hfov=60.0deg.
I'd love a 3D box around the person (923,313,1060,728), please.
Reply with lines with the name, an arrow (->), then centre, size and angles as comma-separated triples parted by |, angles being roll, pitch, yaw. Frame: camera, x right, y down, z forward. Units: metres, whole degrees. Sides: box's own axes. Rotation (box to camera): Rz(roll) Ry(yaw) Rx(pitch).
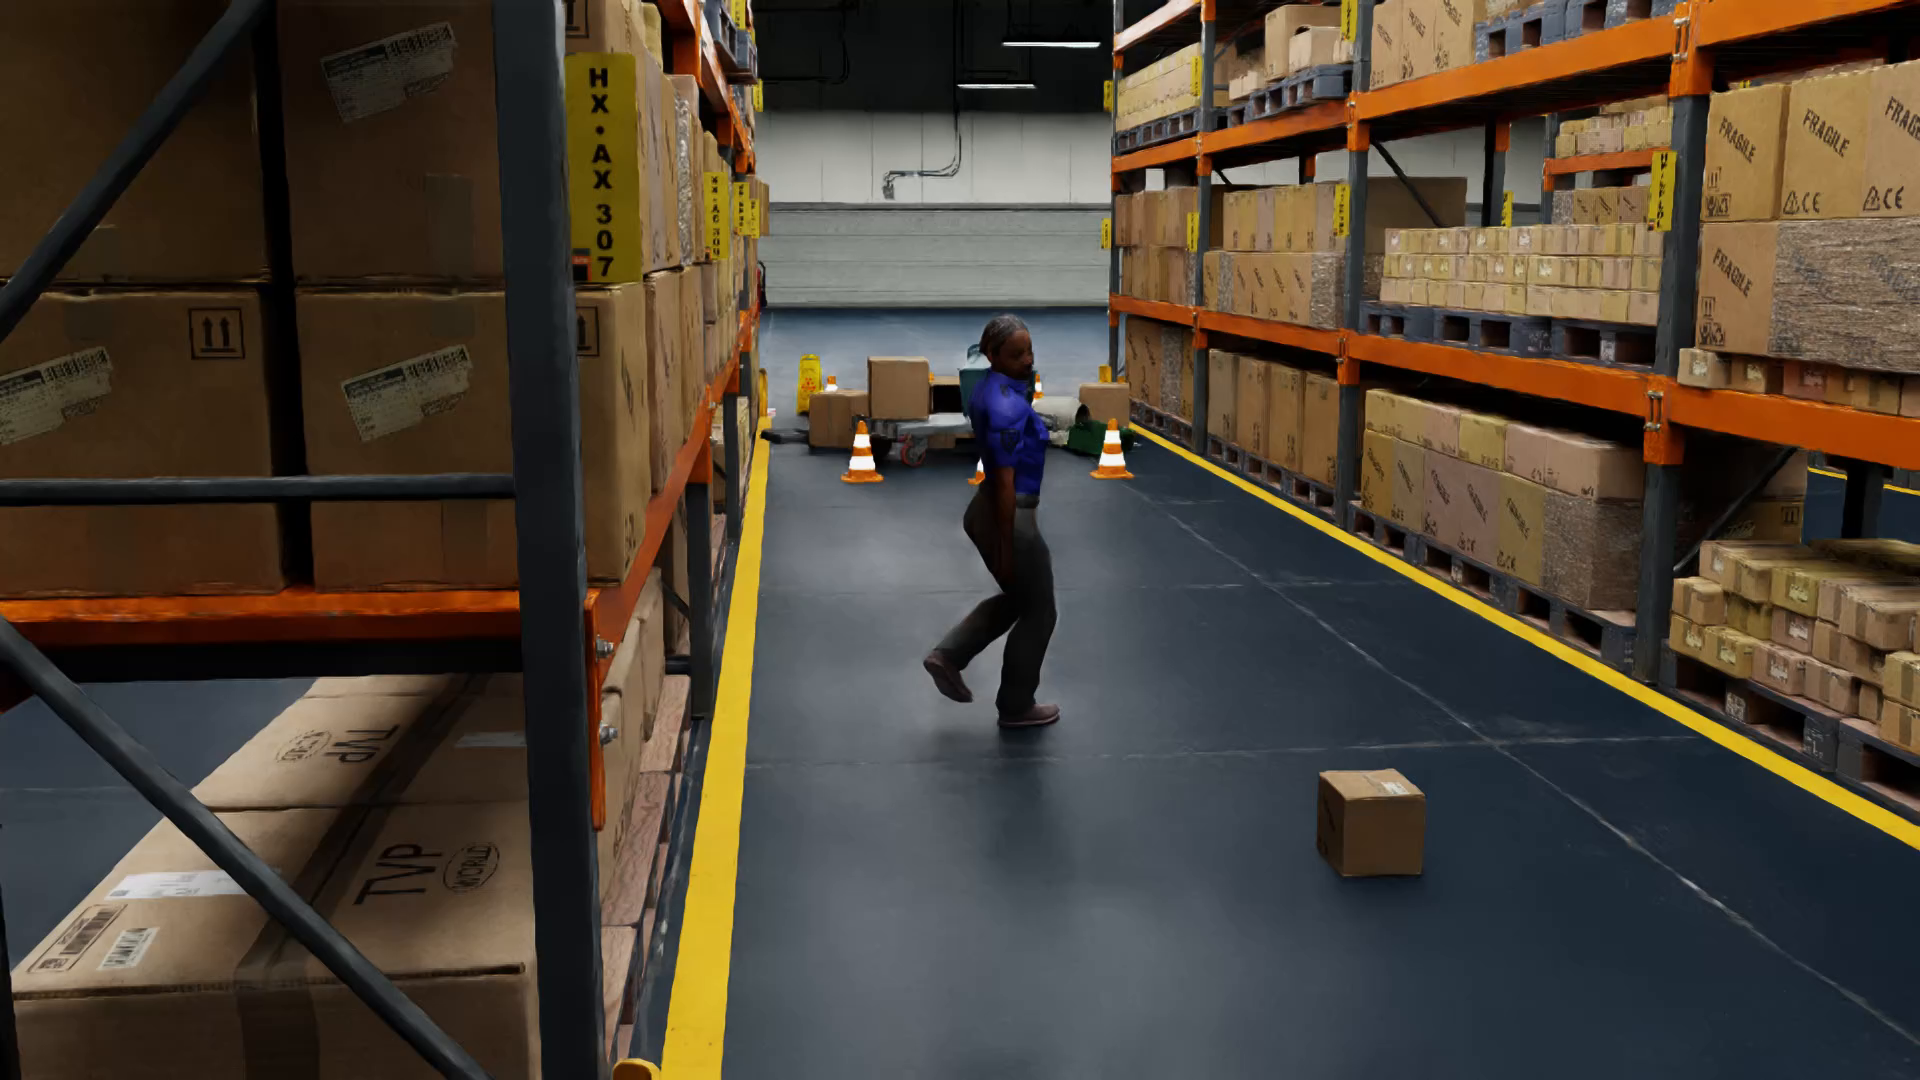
person -> 0.169, -0.048, 6.289 | 0.554, 1.619, 0.550 | -3, 10, -15
